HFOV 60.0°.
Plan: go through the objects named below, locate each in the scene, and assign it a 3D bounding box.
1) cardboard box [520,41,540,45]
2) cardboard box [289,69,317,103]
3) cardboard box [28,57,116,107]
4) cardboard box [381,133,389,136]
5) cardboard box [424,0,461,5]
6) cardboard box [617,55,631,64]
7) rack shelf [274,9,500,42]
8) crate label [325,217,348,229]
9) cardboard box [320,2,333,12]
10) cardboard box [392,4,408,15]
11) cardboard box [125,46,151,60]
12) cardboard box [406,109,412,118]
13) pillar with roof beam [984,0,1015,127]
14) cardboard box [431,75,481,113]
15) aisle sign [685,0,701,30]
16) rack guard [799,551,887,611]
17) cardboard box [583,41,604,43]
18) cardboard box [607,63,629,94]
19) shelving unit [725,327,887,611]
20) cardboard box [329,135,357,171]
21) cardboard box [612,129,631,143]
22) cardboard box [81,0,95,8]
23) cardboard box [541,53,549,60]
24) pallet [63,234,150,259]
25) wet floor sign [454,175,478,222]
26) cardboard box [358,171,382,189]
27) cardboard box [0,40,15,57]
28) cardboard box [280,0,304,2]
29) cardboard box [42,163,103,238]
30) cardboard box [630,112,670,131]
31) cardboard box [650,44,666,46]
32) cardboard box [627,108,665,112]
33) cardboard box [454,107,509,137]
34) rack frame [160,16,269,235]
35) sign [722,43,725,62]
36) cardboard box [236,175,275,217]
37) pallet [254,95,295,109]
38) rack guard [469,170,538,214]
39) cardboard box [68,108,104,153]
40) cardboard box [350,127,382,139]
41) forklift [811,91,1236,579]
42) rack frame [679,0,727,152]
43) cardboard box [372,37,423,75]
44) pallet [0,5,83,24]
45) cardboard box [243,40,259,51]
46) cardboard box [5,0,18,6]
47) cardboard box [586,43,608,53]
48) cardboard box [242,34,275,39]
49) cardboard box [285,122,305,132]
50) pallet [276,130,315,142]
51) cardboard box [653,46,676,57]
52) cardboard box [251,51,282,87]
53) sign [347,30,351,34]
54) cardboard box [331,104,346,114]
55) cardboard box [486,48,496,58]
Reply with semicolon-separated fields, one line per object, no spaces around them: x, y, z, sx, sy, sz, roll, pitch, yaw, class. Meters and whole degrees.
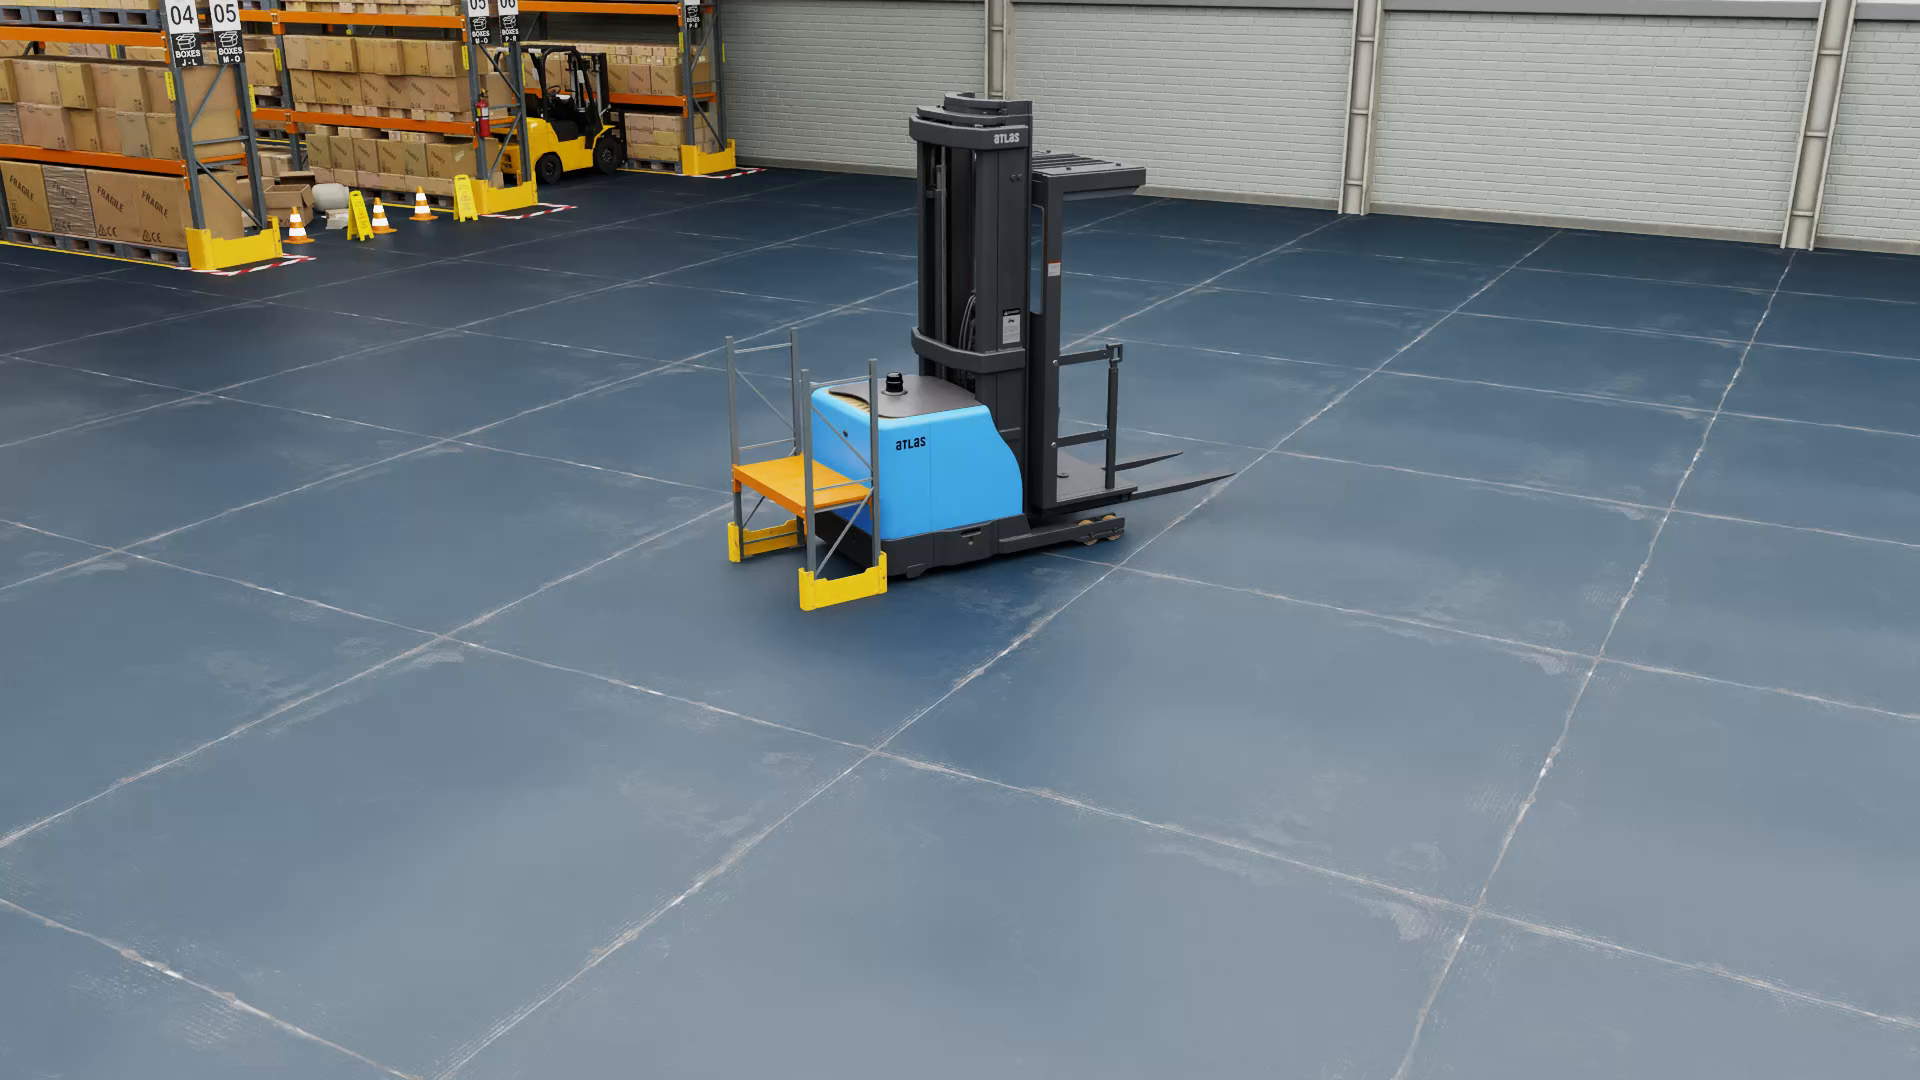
-7.787;-8.921;30.025;0.250;0.149;0.380;11;23;28;cardboard box
-10.090;-7.123;26.019;0.500;0.500;0.500;11;23;27;cardboard box
-11.417;-5.921;21.485;0.550;0.550;0.875;11;23;27;cardboard box
-8.800;-6.162;26.271;0.500;0.500;0.500;12;23;30;cardboard box
-7.424;-7.911;24.161;0.500;0.250;0.500;10;22;27;cardboard box
-5.769;-8.401;29.029;0.250;0.149;0.380;10;22;26;cardboard box
-8.592;-7.831;25.212;4.000;0.370;1.077;11;23;27;rack shelf
-8.812;-4.494;23.553;0.298;0.136;0.250;0;20;-1;crate label
-9.515;-8.137;25.368;0.250;0.149;0.380;12;23;29;cardboard box
-8.172;-7.870;24.632;0.250;0.149;0.380;11;22;27;cardboard box
-13.550;-7.998;27.816;0.500;0.500;0.500;10;22;26;cardboard box
-8.160;-6.484;25.209;0.250;0.149;0.380;11;23;28;cardboard box
-1.458;-8.830;22.511;0.400;9.000;9.100;11;23;27;pillar with roof beam
-7.454;-6.622;24.639;0.500;0.500;0.500;10;22;26;cardboard box
-4.514;-9.029;28.045;0.004;0.787;0.394;11;23;27;aisle sign
-0.721;0.251;10.305;0.587;0.250;0.087;-13;23;-31;rack guard
-6.592;-8.933;30.058;0.250;0.149;0.380;10;22;26;cardboard box
-5.882;-8.130;29.232;0.500;0.500;0.500;10;22;26;cardboard box
-0.994;-0.479;10.484;0.587;1.500;1.083;-13;23;-31;shelving unit
-9.482;-6.085;26.059;0.500;0.500;0.500;12;23;29;cardboard box
-5.899;-7.199;29.496;0.500;0.250;0.500;10;22;26;cardboard box
-10.516;-6.597;20.359;0.250;0.149;0.380;10;22;27;cardboard box
-7.303;-8.713;29.889;0.250;0.149;0.380;11;23;27;cardboard box
-10.969;-3.938;21.913;1.213;0.211;1.003;11;23;27;pallet
-7.202;-4.970;24.120;0.267;0.644;0.232;-16;26;-38;wet floor sign
-9.019;-5.646;25.946;0.500;0.250;0.500;10;22;27;cardboard box
-16.621;-8.704;29.350;0.500;0.500;0.500;11;22;27;cardboard box
-10.087;-8.417;25.555;0.500;0.250;0.500;10;22;26;cardboard box
-11.360;-4.526;21.944;0.875;0.875;0.875;11;23;28;cardboard box
-5.431;-7.347;29.170;0.500;0.250;0.500;11;23;28;cardboard box
-5.276;-8.655;29.293;0.250;0.149;0.380;11;23;28;cardboard box
-5.625;-7.585;29.826;0.500;0.250;0.500;11;22;27;cardboard box
-9.055;-7.866;31.518;0.625;0.625;0.875;11;22;27;cardboard box
-9.172;-4.936;20.575;0.127;3.000;1.000;11;23;27;rack frame
-4.153;-8.514;29.051;0.005;0.325;0.100;11;23;27;sign
-10.435;-5.009;24.236;0.503;0.637;0.797;11;23;27;cardboard box
-10.934;-7.172;27.020;1.213;0.211;1.003;11;23;27;pallet
-6.912;-5.264;25.145;0.348;0.500;1.175;11;23;27;rack guard
-10.919;-5.346;21.485;0.500;0.550;0.875;11;23;27;cardboard box
-9.189;-6.308;25.723;0.250;0.149;0.380;12;23;30;cardboard box
0.534;-1.487;11.166;3.031;2.935;1.130;-12;23;-29;forklift
-4.429;-7.905;28.759;0.127;3.000;1.000;11;23;27;rack frame
-8.332;-7.244;24.888;0.500;0.500;0.700;10;22;27;cardboard box
-11.955;-6.831;21.529;1.213;0.211;1.003;11;23;27;pallet
-11.459;-7.902;26.599;0.250;0.149;0.380;10;22;26;cardboard box
-11.849;-6.850;21.058;0.250;0.149;0.380;10;22;26;cardboard box
-6.397;-8.694;29.400;0.250;0.149;0.380;11;23;28;cardboard box
-14.139;-9.912;33.529;0.500;0.500;0.700;11;23;28;cardboard box
-13.239;-8.518;33.497;0.500;0.500;0.500;10;22;25;cardboard box
-13.107;-8.263;33.836;1.213;0.211;1.003;11;23;27;pallet
-5.075;-8.426;28.660;0.250;0.149;0.380;11;23;27;cardboard box
-10.853;-7.485;26.402;0.500;0.500;0.500;10;22;26;cardboard box
-11.669;-9.580;31.793;0.005;0.325;0.100;11;23;27;sign
-9.528;-6.713;25.841;0.250;0.149;0.380;12;23;29;cardboard box
-8.561;-8.951;30.543;0.250;0.149;0.380;10;22;27;cardboard box
